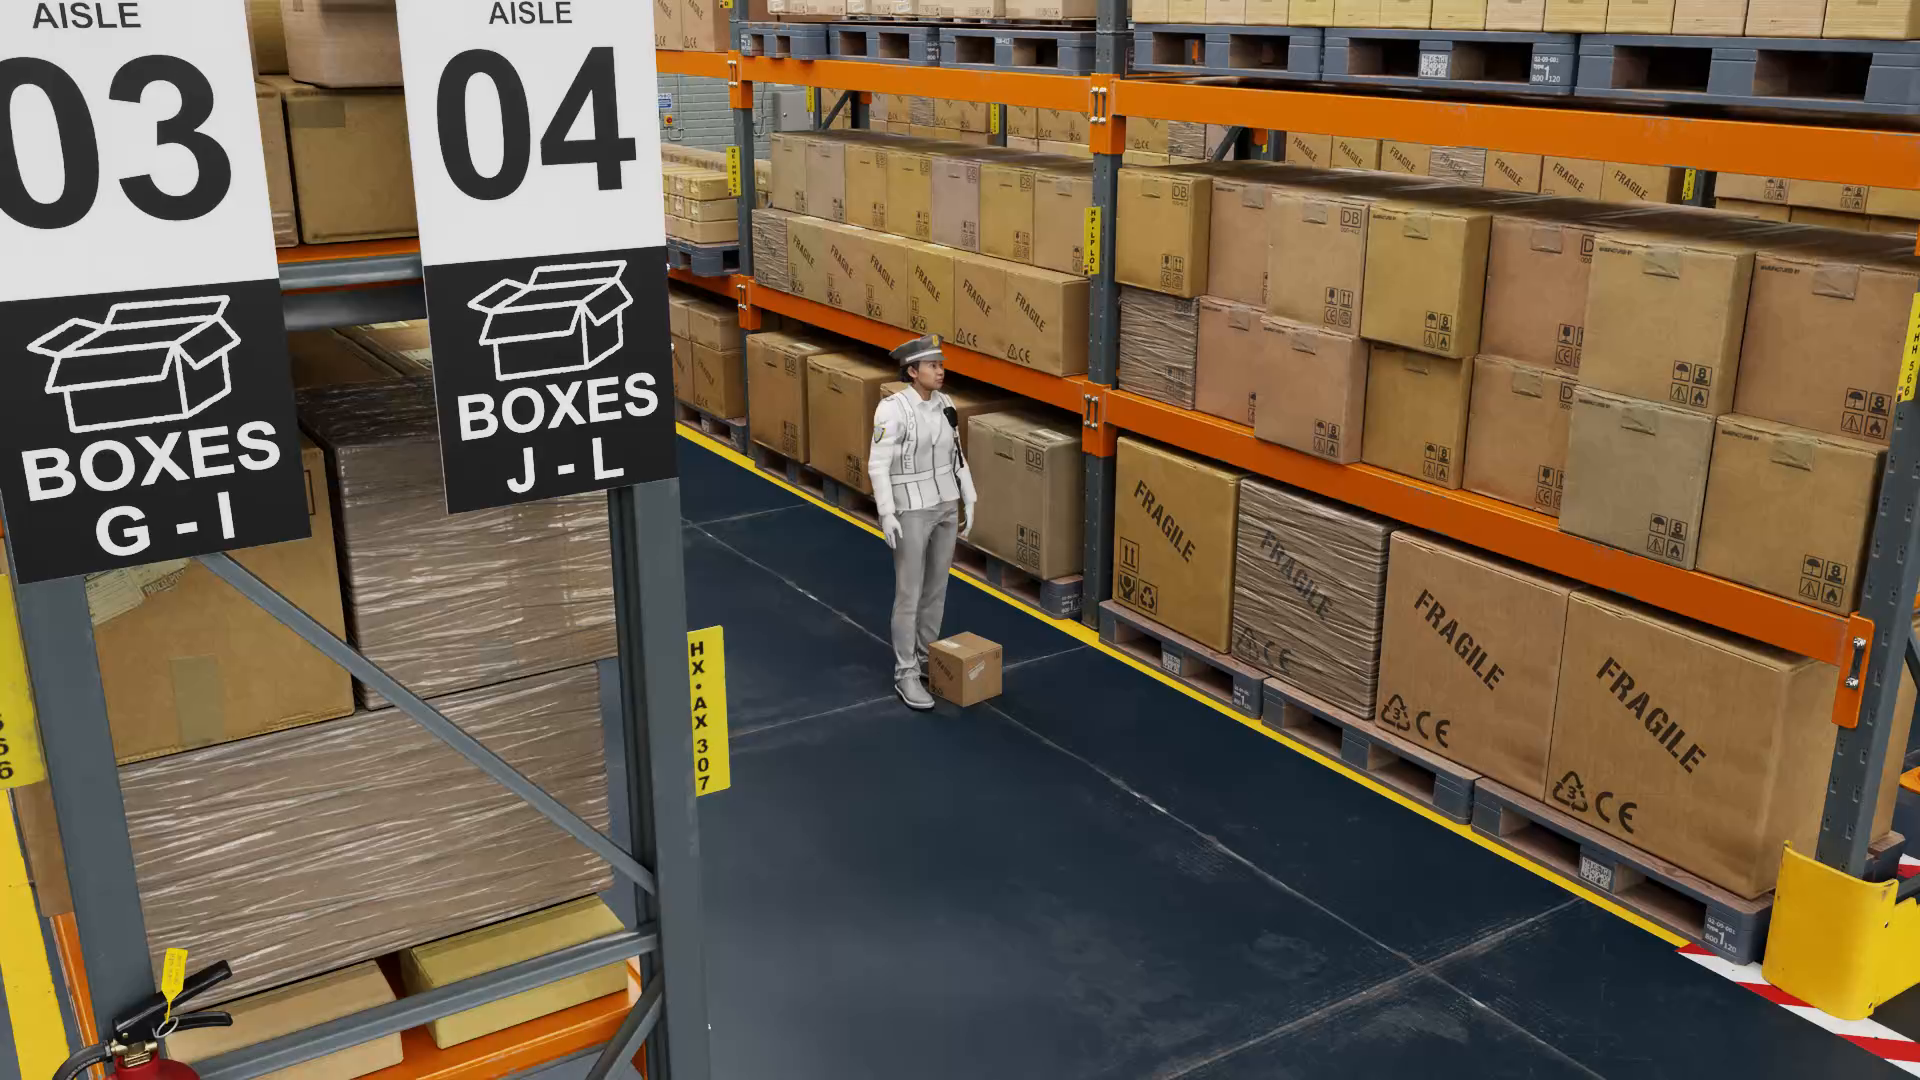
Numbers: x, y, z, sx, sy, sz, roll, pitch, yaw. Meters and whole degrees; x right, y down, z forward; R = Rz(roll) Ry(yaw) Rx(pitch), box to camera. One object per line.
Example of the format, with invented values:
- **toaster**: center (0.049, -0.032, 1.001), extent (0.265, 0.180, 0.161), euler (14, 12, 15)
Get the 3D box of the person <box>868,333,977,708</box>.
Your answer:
- **person**: center (-0.130, -0.121, 7.844), extent (0.587, 1.696, 0.534), euler (-15, 23, -38)
